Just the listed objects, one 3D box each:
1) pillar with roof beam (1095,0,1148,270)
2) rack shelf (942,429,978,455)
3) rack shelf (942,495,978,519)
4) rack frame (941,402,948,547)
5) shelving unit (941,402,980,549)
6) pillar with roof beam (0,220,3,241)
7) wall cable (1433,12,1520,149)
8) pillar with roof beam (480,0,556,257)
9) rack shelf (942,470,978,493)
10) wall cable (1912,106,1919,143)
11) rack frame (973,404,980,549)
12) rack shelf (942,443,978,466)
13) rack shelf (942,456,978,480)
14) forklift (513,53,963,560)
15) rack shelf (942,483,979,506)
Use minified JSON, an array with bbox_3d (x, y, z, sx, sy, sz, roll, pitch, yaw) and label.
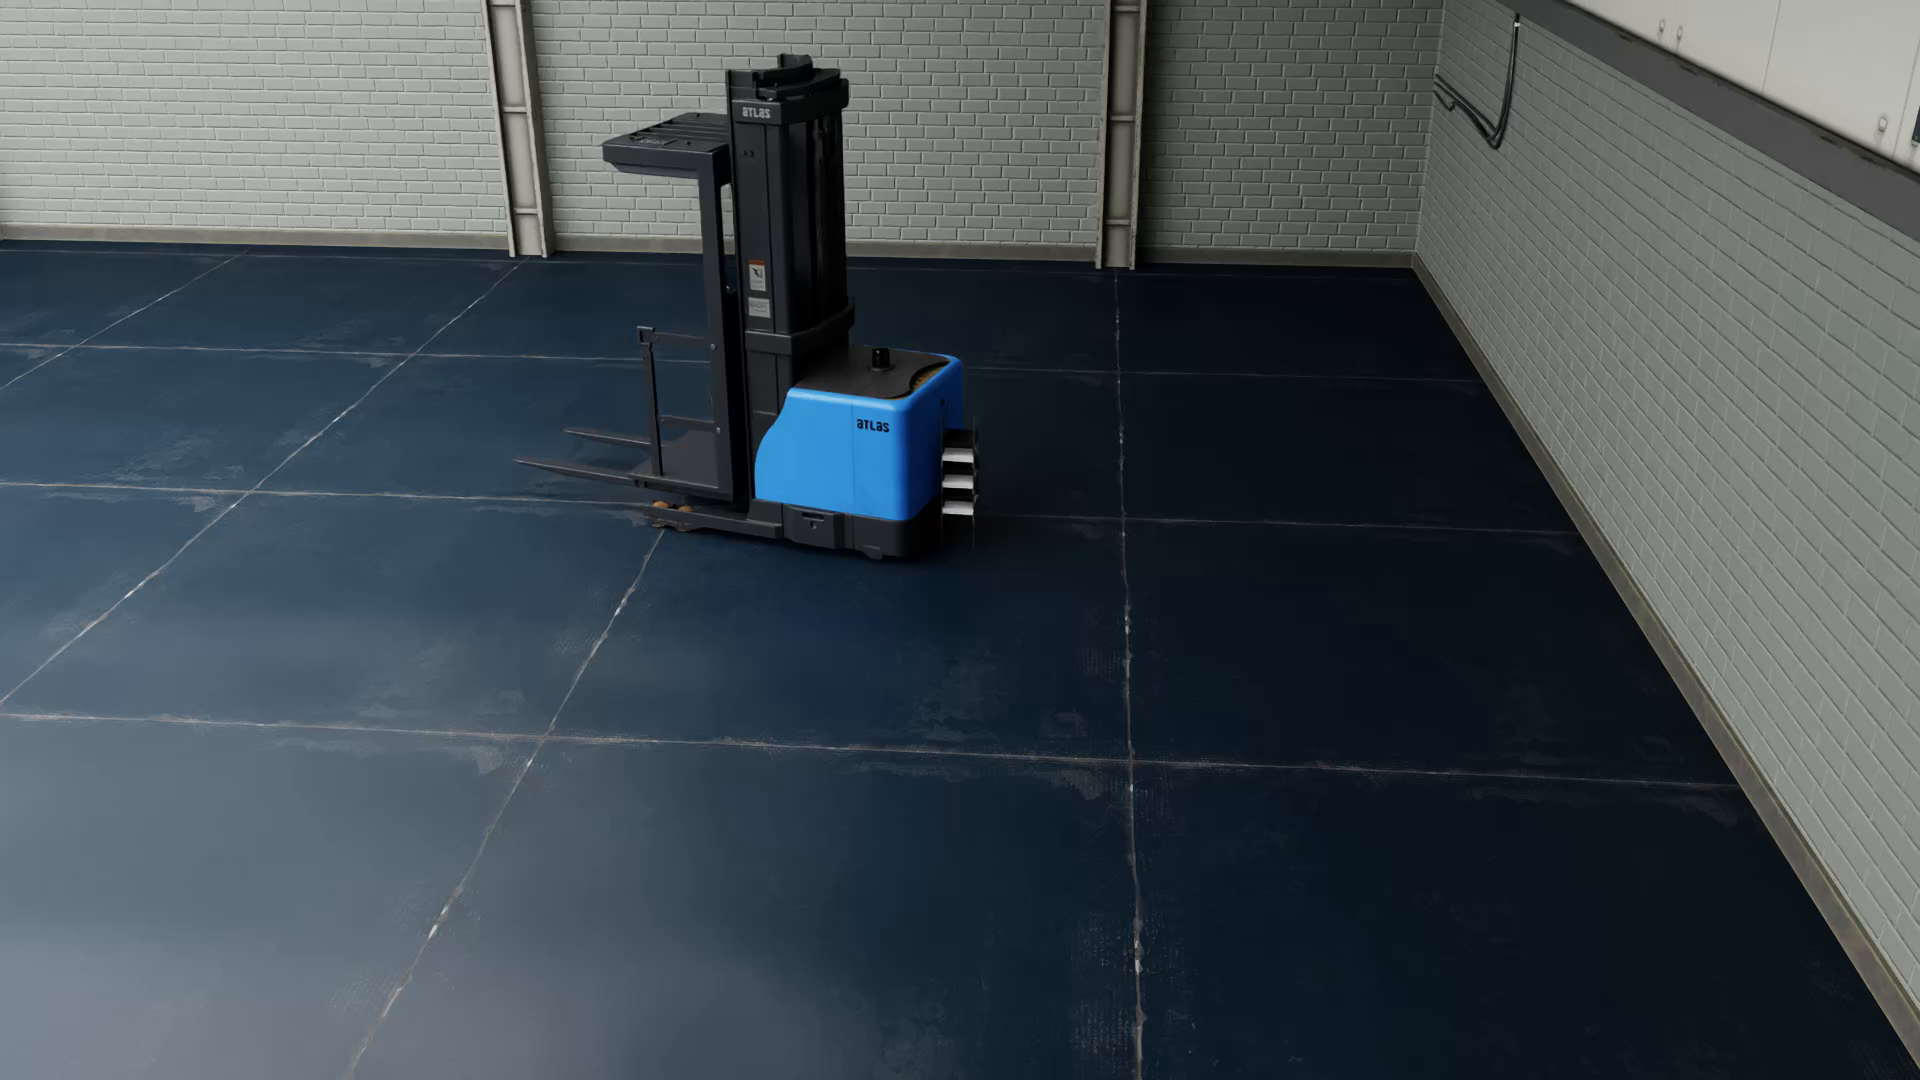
[{"bbox_3d":[1.239,-5.069,11.002,0.400,9.000,9.100,2,25,4],"label":"pillar with roof beam"},{"bbox_3d":[0.004,-0.621,10.457,0.200,0.077,0.258,4,25,8],"label":"rack shelf"},{"bbox_3d":[0.004,-0.213,10.645,0.200,0.077,0.258,4,25,8],"label":"rack shelf"},{"bbox_3d":[-0.097,-0.413,10.570,0.006,0.900,0.240,4,25,8],"label":"rack frame"},{"bbox_3d":[0.004,-0.407,10.556,0.210,0.900,0.258,4,25,8],"label":"shelving unit"},{"bbox_3d":[-10.726,-5.453,11.836,0.400,9.000,9.100,2,25,4],"label":"pillar with roof beam"},{"bbox_3d":[4.404,-4.808,14.148,0.112,2.526,3.097,2,25,4],"label":"wall cable"},{"bbox_3d":[-4.744,-5.261,11.419,0.400,9.000,9.100,2,25,4],"label":"pillar with roof beam"},{"bbox_3d":[0.004,-0.376,10.570,0.200,0.077,0.258,4,25,8],"label":"rack shelf"},{"bbox_3d":[3.662,-3.807,4.190,0.169,6.003,2.305,2,25,4],"label":"wall cable"},{"bbox_3d":[0.104,-0.400,10.542,0.006,0.900,0.240,4,25,8],"label":"rack frame"},{"bbox_3d":[0.004,-0.540,10.495,0.200,0.077,0.258,4,25,8],"label":"rack shelf"},{"bbox_3d":[0.004,-0.458,10.532,0.200,0.077,0.258,4,25,8],"label":"rack shelf"},{"bbox_3d":[-1.537,-1.580,10.676,3.031,2.935,1.130,9,26,19],"label":"forklift"},{"bbox_3d":[0.004,-0.295,10.608,0.200,0.077,0.258,4,25,8],"label":"rack shelf"}]
